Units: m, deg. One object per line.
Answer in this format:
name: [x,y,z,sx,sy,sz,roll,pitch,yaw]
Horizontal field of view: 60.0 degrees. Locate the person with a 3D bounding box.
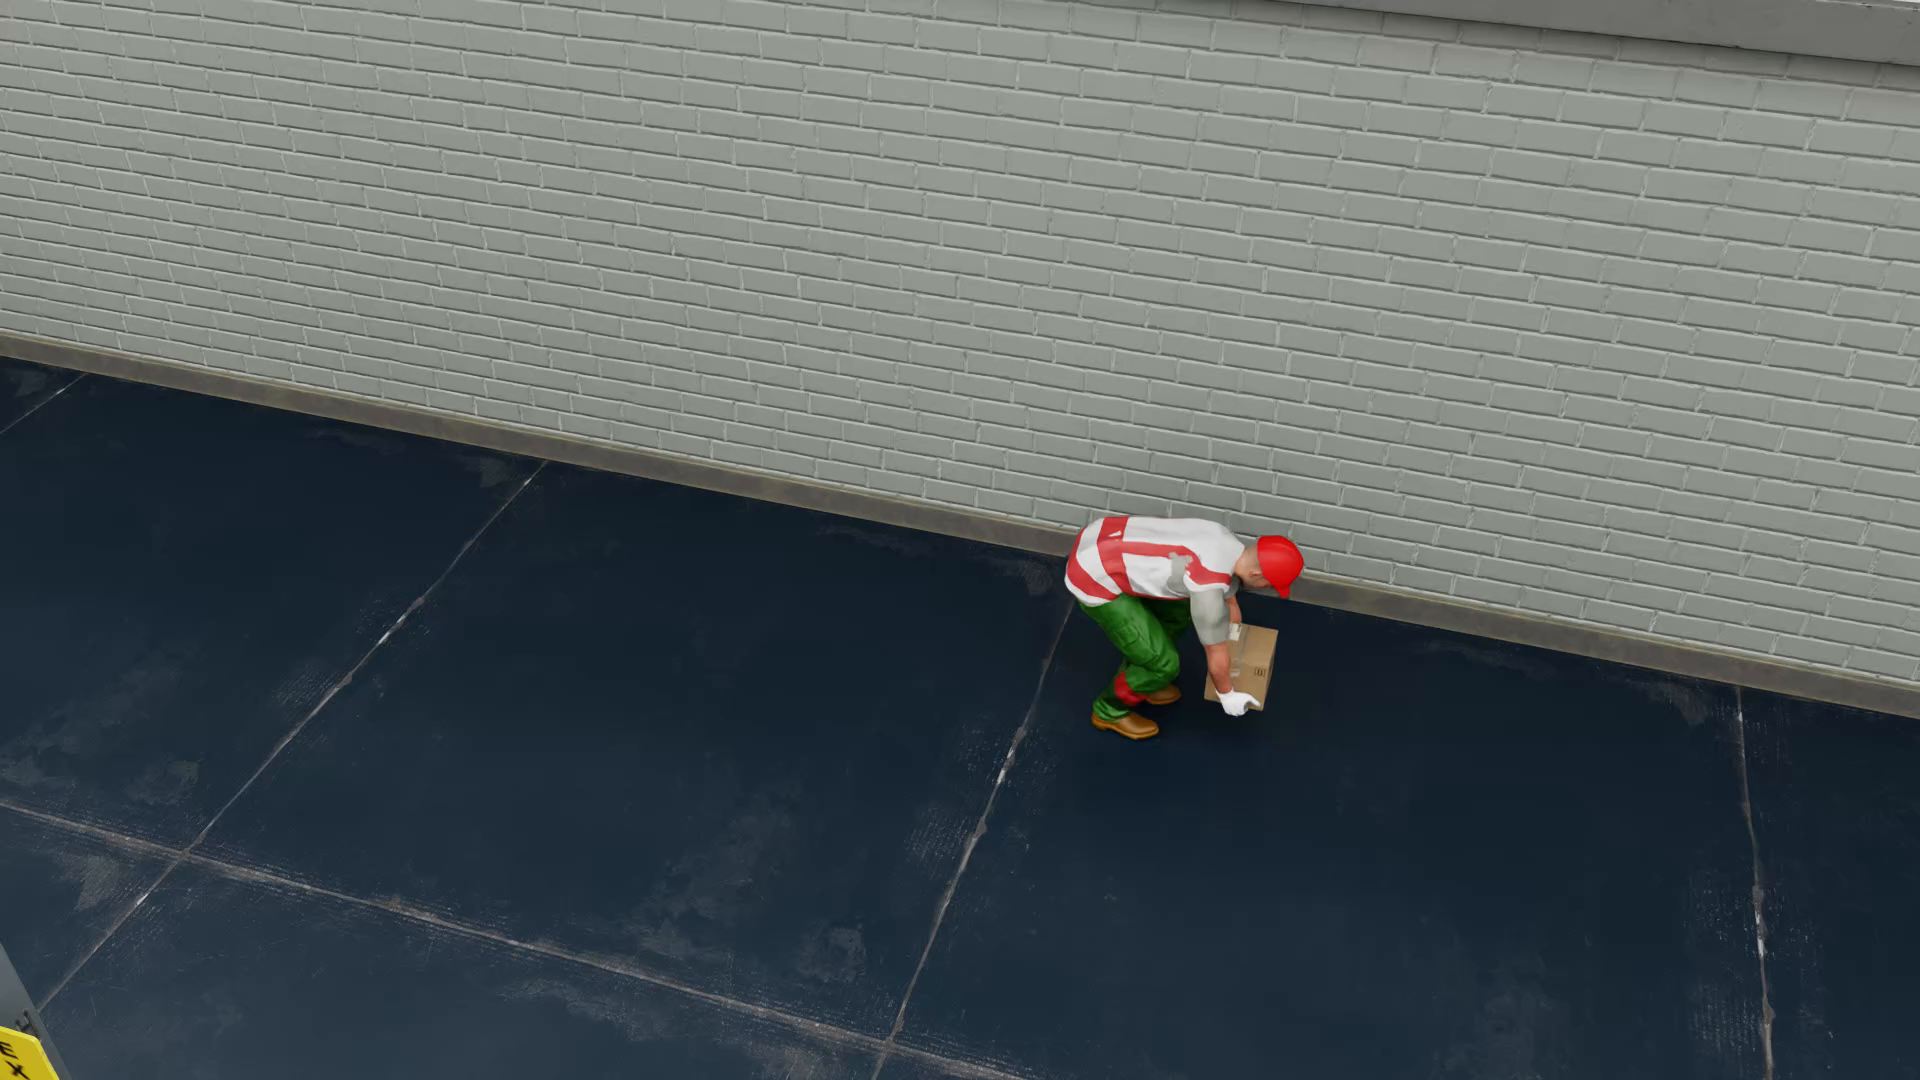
person: [0.914,0.366,7.019,0.958,1.025,0.523,9,38,12]
